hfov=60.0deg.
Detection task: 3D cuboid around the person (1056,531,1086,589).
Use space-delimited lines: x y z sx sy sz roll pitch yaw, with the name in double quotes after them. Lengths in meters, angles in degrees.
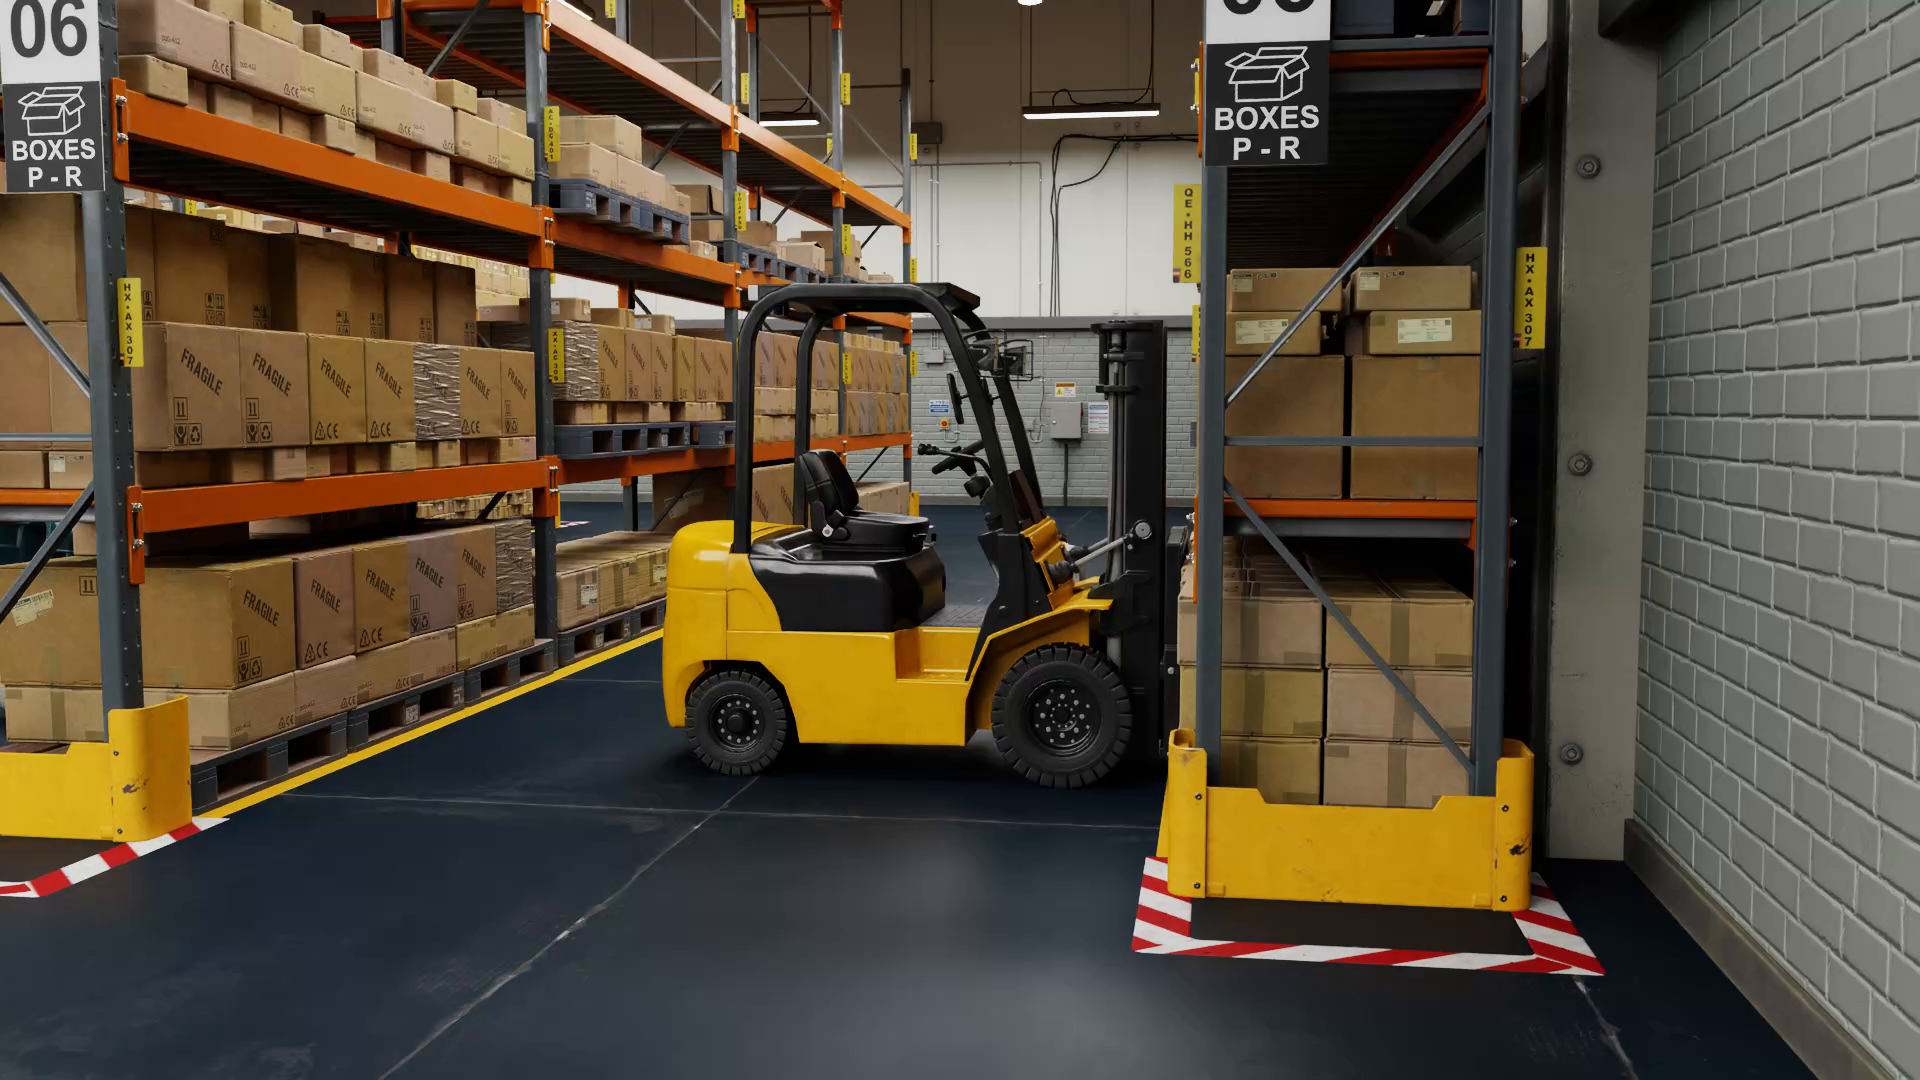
0.650 0.348 11.213 0.482 0.807 0.807 1 5 9 "person"
